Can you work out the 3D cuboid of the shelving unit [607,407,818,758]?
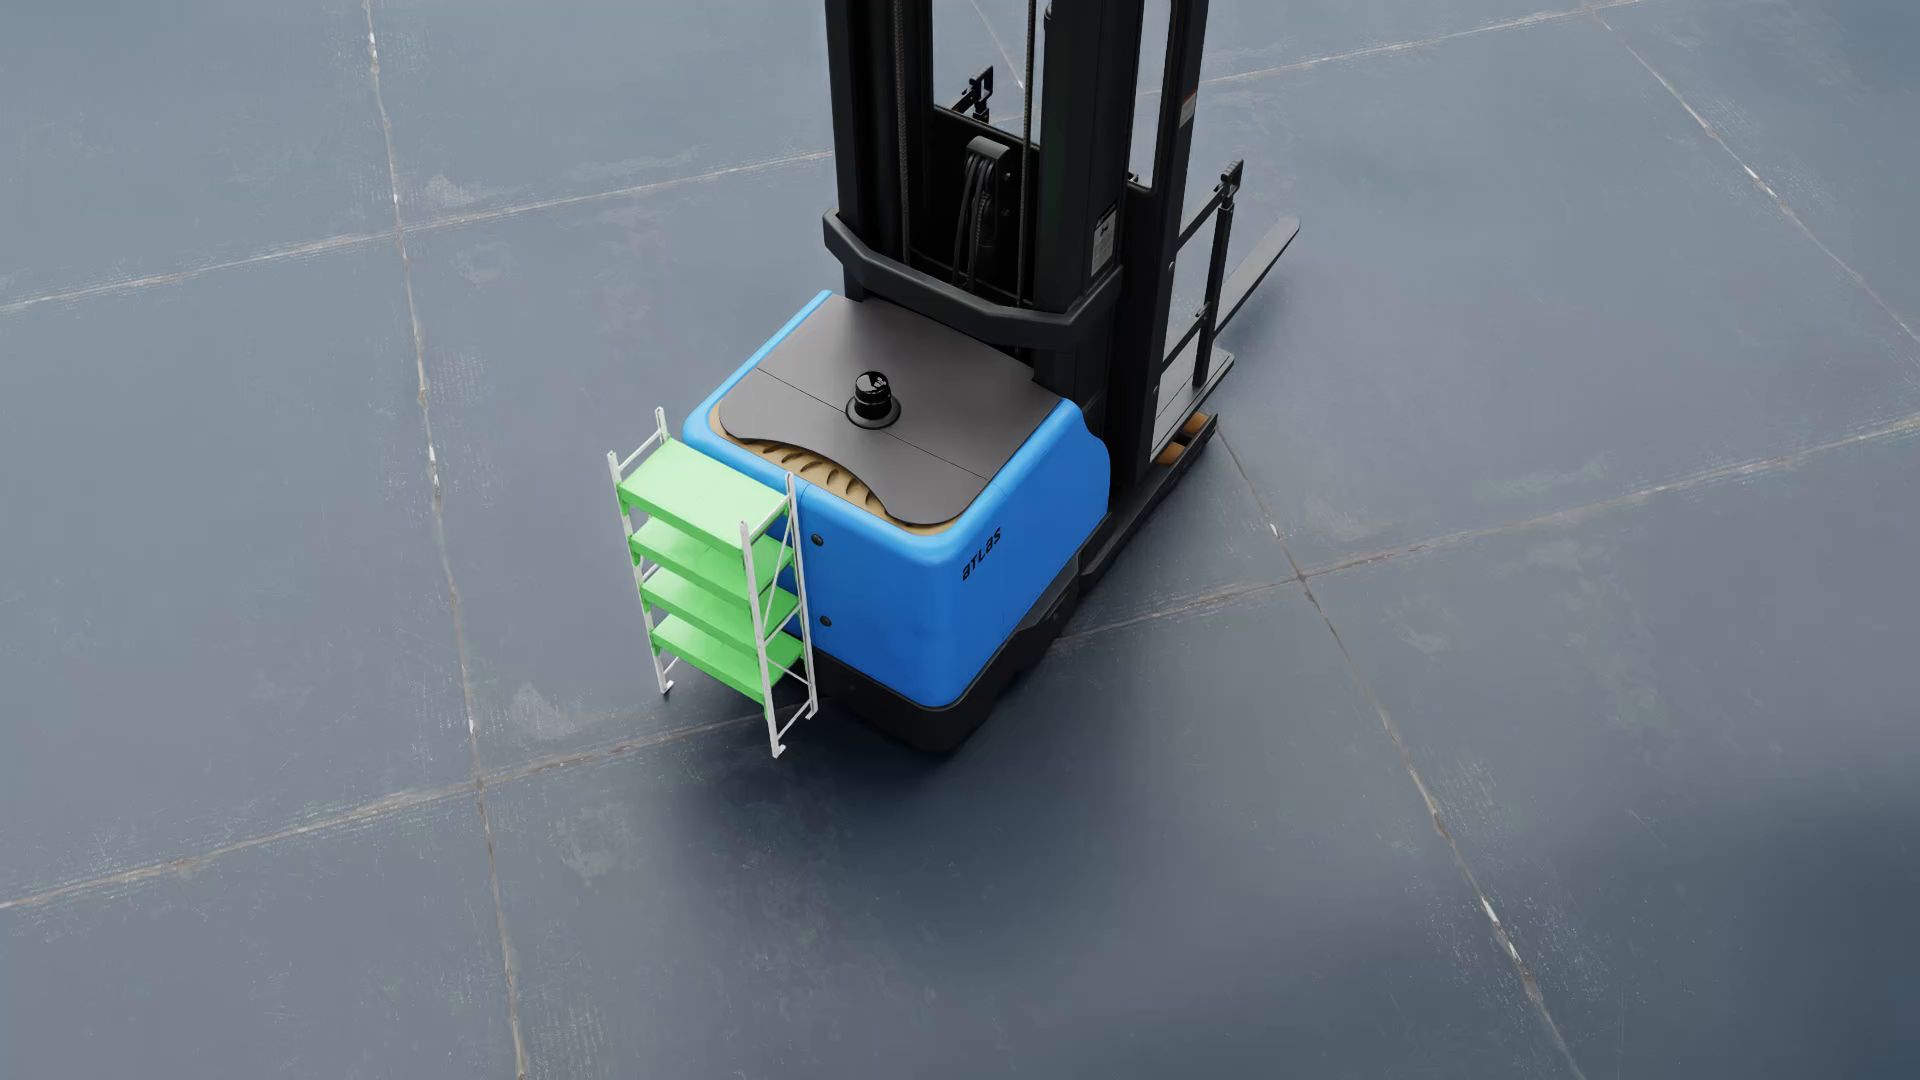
[{"bbox_3d":[-0.765,0.168,5.322,0.503,1.200,0.258,26,54,20],"label":"shelving unit"}]

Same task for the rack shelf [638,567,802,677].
[{"bbox_3d":[-0.765,0.210,5.370,0.480,0.148,0.258,26,54,20],"label":"rack shelf"}]

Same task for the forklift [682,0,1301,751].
[{"bbox_3d":[0.347,-1.346,5.468,1.130,2.935,3.031,27,55,21],"label":"forklift"}]

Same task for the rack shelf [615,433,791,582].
[{"bbox_3d":[-0.763,-0.102,5.005,0.480,0.148,0.258,26,54,20],"label":"rack shelf"}]

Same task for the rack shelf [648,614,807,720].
[{"bbox_3d":[-0.766,0.366,5.553,0.480,0.148,0.258,26,54,20],"label":"rack shelf"}]

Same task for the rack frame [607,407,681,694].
[{"bbox_3d":[-0.969,0.067,5.407,0.015,1.200,0.240,26,54,20],"label":"rack frame"}]

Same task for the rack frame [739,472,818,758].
[{"bbox_3d":[-0.560,0.270,5.236,0.015,1.200,0.240,26,54,20],"label":"rack frame"}]

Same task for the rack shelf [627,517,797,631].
[{"bbox_3d":[-0.764,0.054,5.188,0.480,0.148,0.258,26,54,20],"label":"rack shelf"}]
